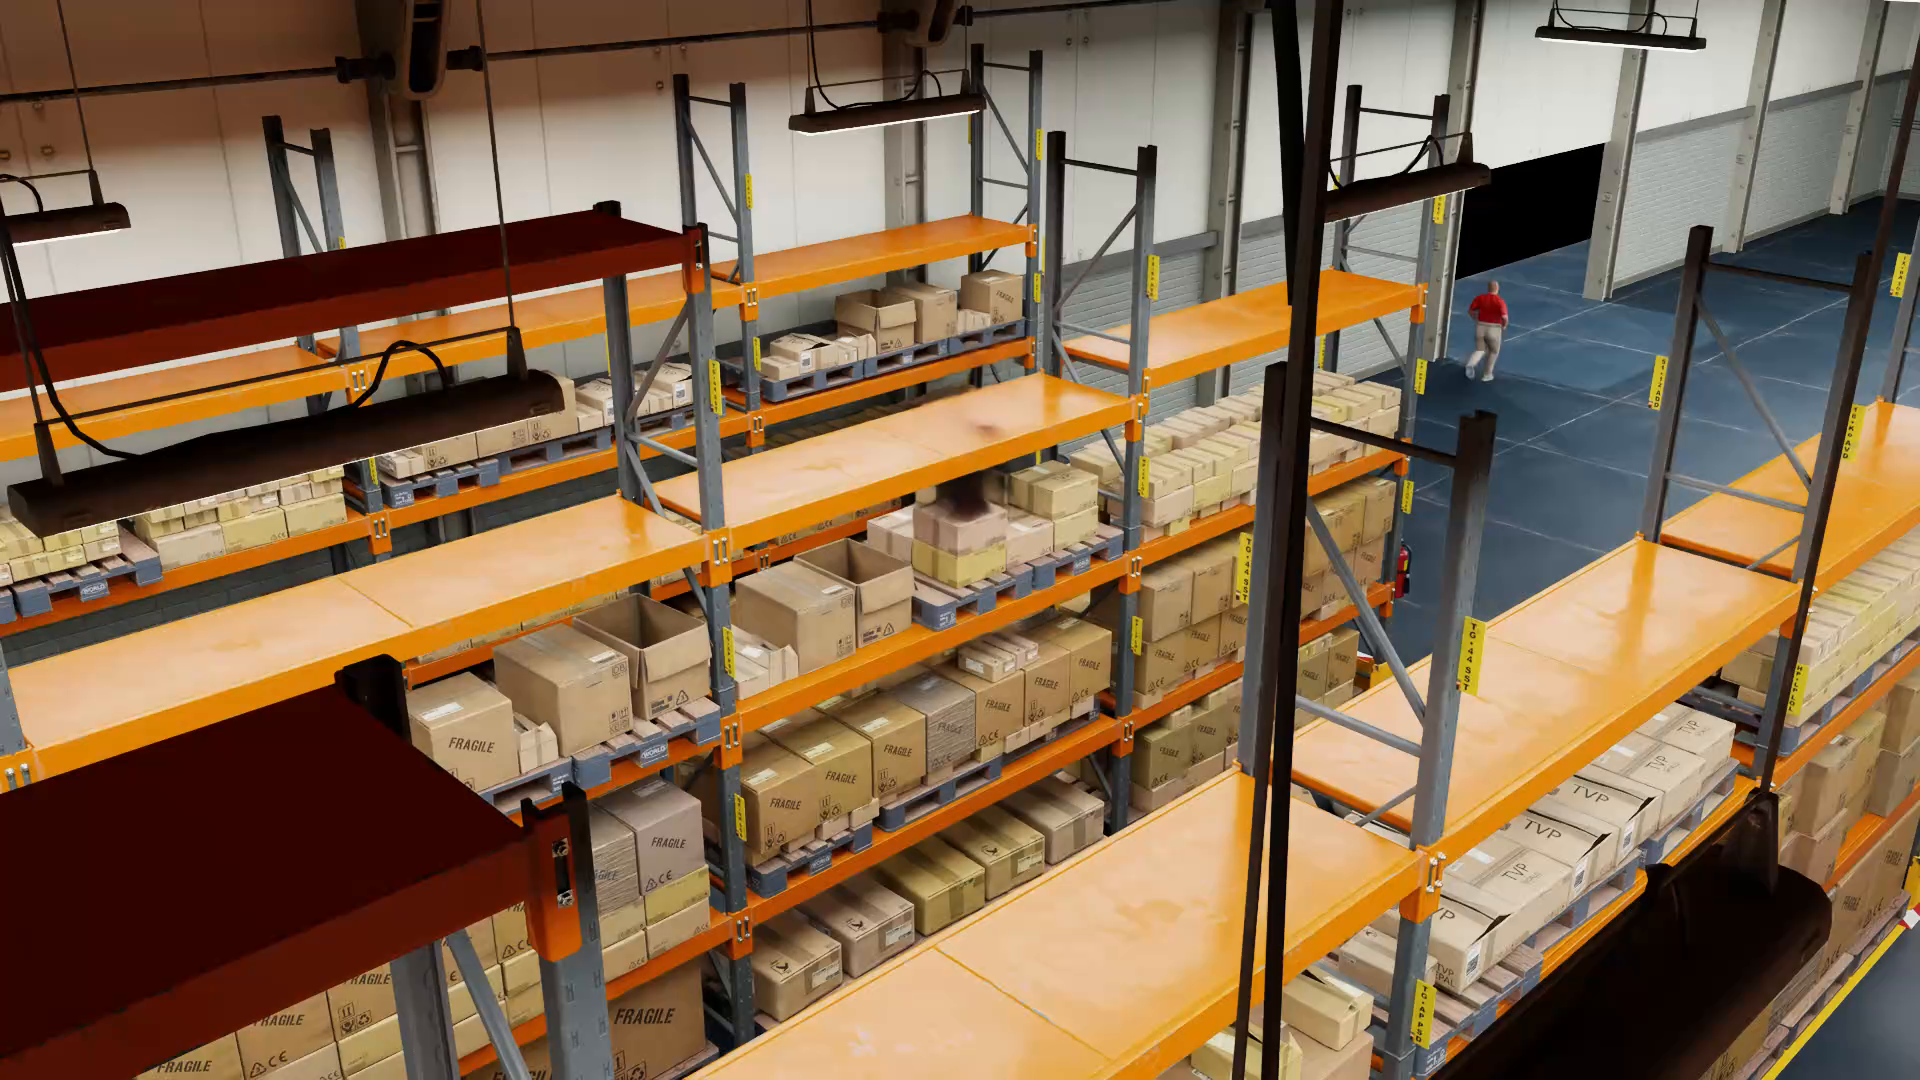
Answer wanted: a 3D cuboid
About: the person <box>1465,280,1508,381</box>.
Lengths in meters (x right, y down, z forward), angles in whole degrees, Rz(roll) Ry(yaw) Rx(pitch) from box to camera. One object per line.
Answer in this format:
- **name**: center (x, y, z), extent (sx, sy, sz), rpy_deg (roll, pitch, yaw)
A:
- **person**: center (8.460, -3.335, 26.701), extent (0.682, 1.683, 0.770), rpy_deg (17, 28, 36)
